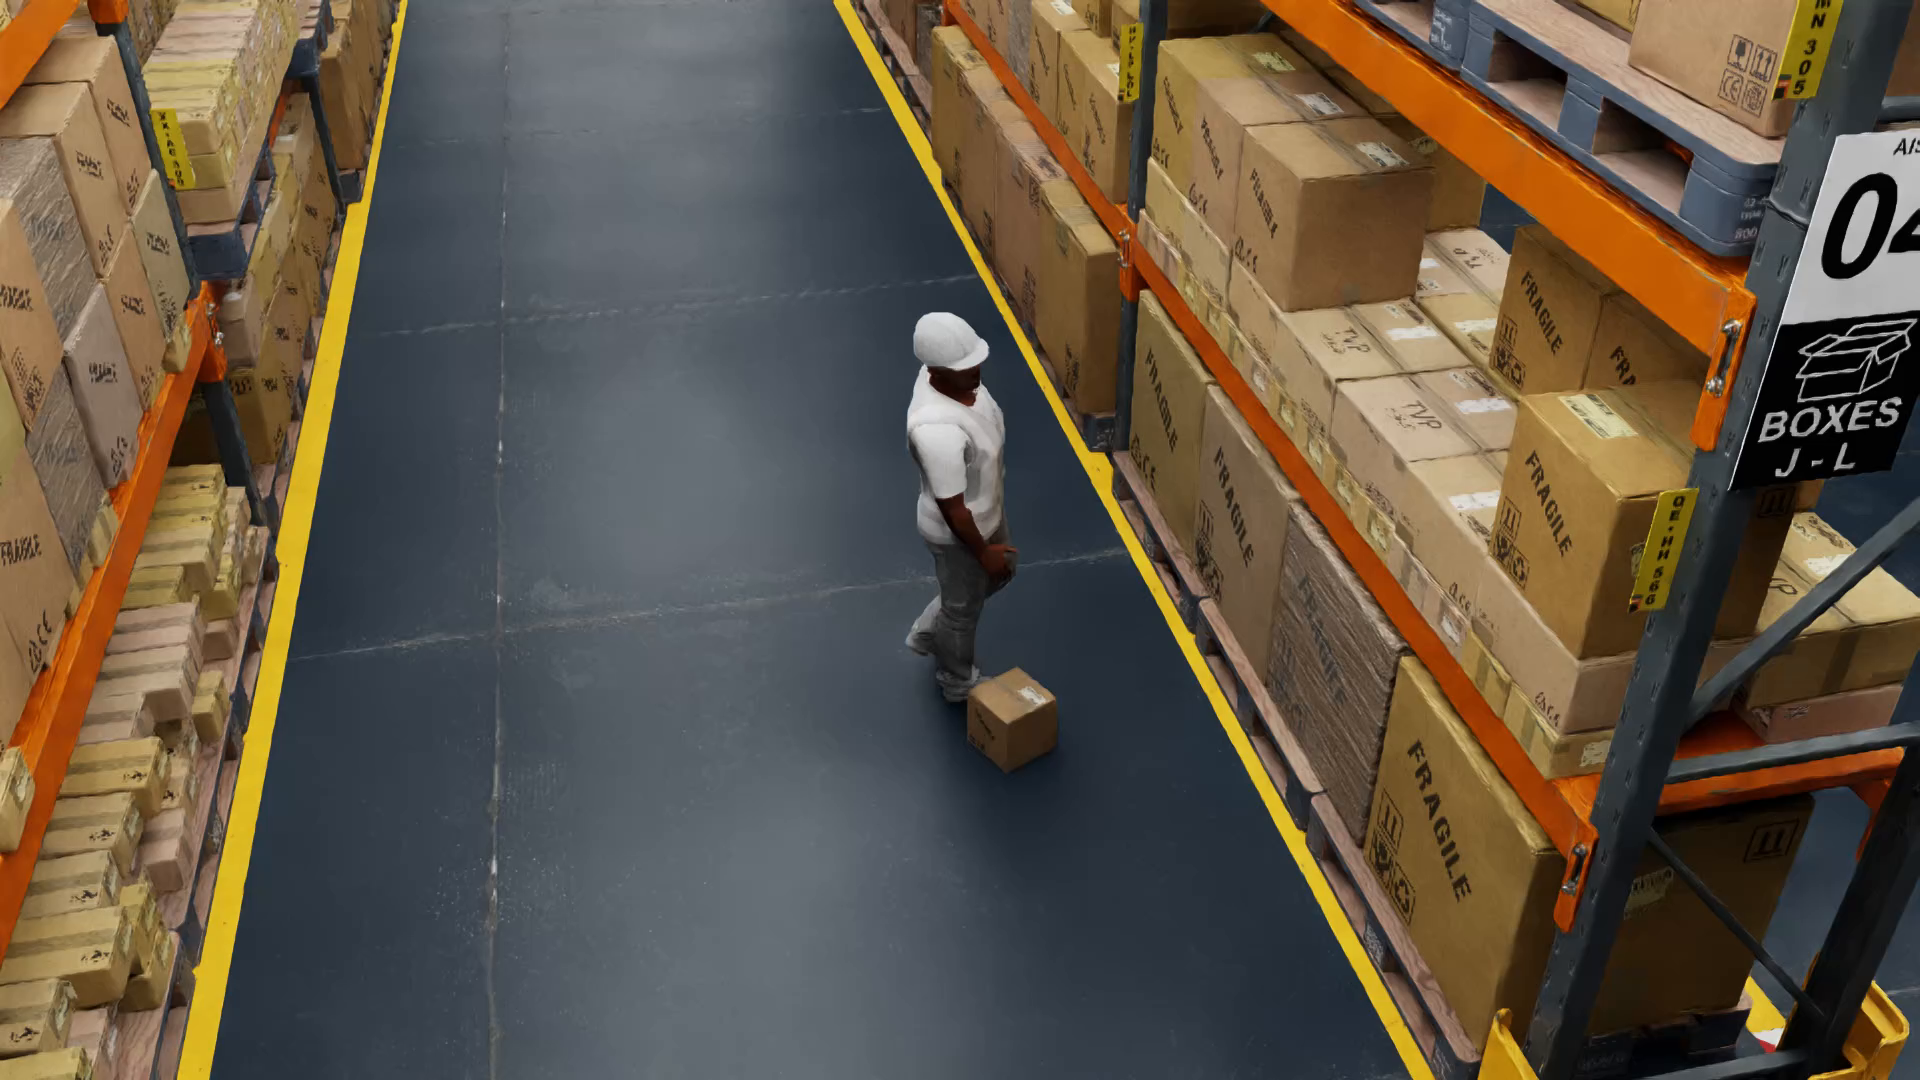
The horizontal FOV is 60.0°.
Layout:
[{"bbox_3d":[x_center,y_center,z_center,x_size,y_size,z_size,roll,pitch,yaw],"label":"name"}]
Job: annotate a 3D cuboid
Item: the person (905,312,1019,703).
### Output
[{"bbox_3d":[-0.001,-0.085,6.237,0.475,1.761,0.620,3,34,5],"label":"person"}]
